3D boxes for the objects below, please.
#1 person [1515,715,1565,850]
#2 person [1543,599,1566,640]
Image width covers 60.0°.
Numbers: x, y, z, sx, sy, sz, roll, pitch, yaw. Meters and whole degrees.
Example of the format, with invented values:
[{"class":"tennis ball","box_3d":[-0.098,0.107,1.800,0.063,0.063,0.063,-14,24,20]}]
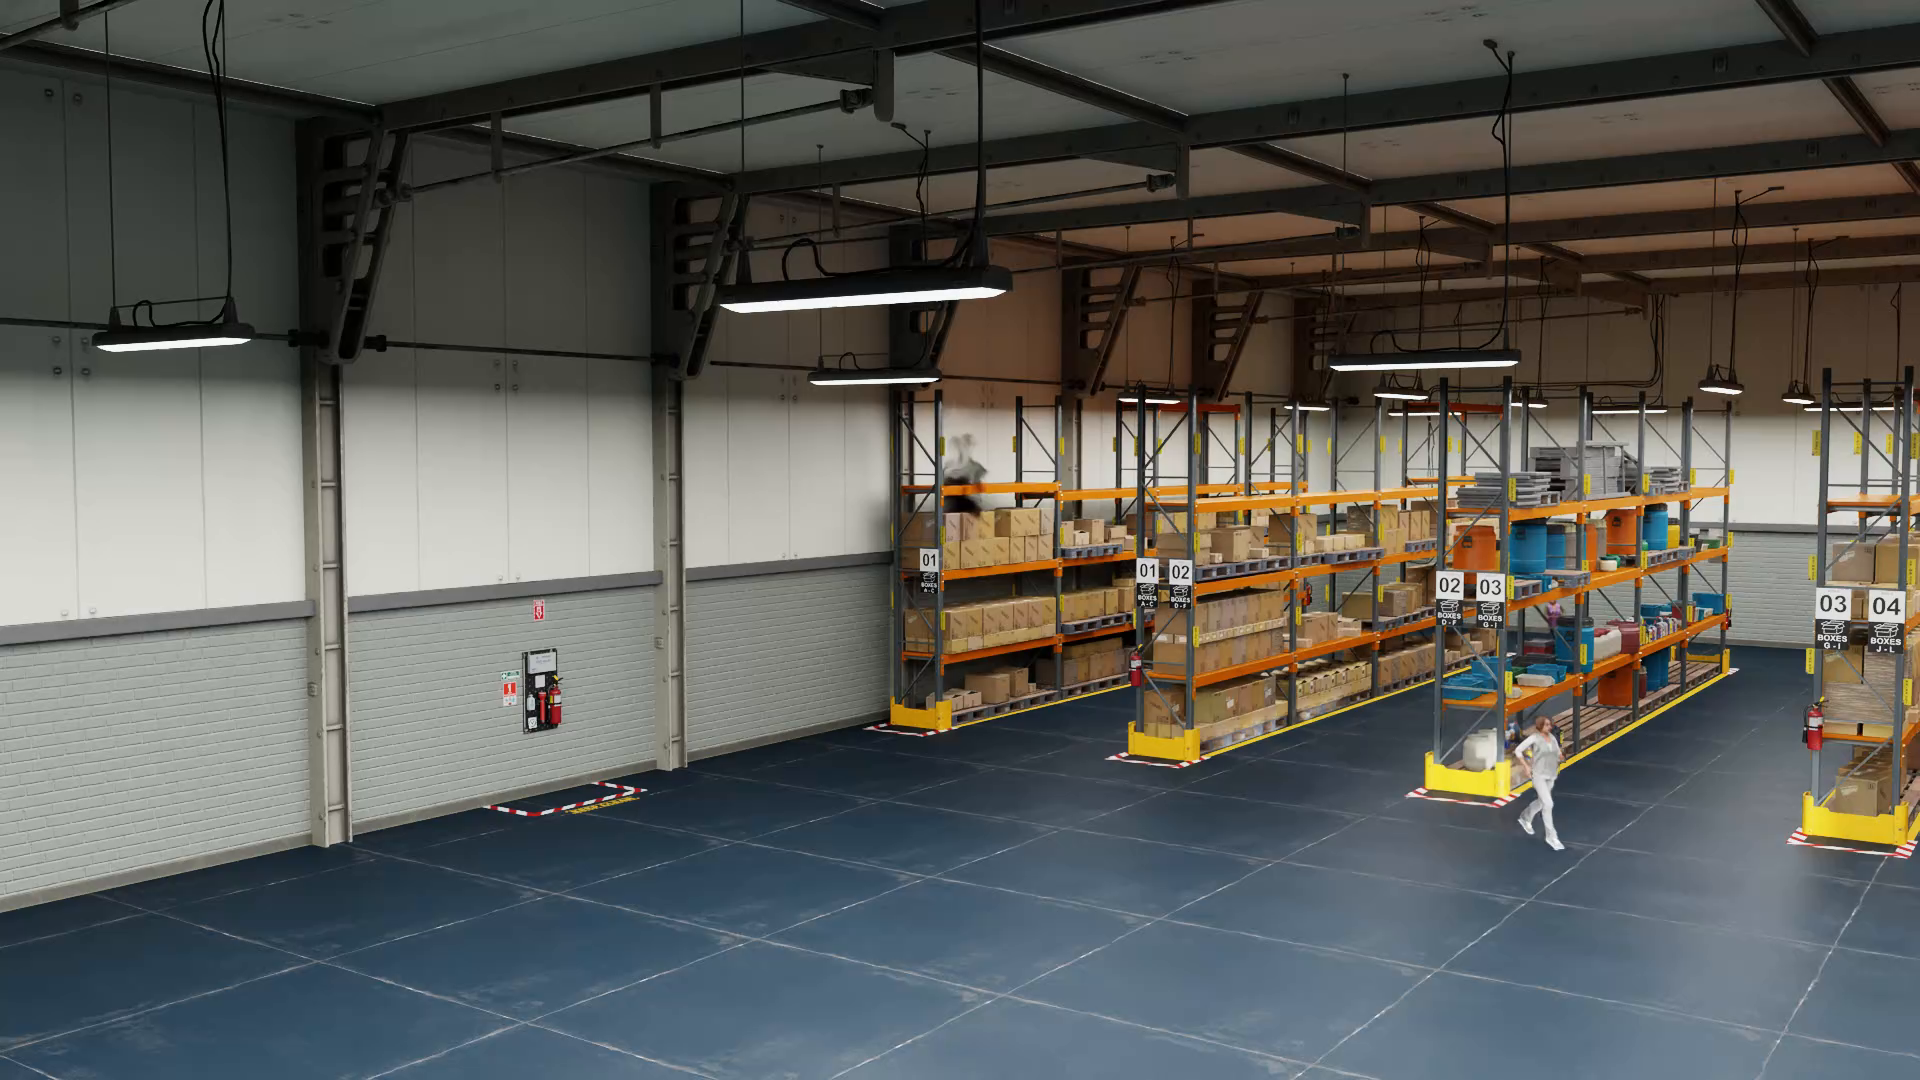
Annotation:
[{"class":"person","box_3d":[7.314,3.004,20.898,0.527,1.608,0.852,-2,4,-26]},{"class":"person","box_3d":[13.999,2.037,38.991,0.647,1.569,0.636,1,3,13]}]
